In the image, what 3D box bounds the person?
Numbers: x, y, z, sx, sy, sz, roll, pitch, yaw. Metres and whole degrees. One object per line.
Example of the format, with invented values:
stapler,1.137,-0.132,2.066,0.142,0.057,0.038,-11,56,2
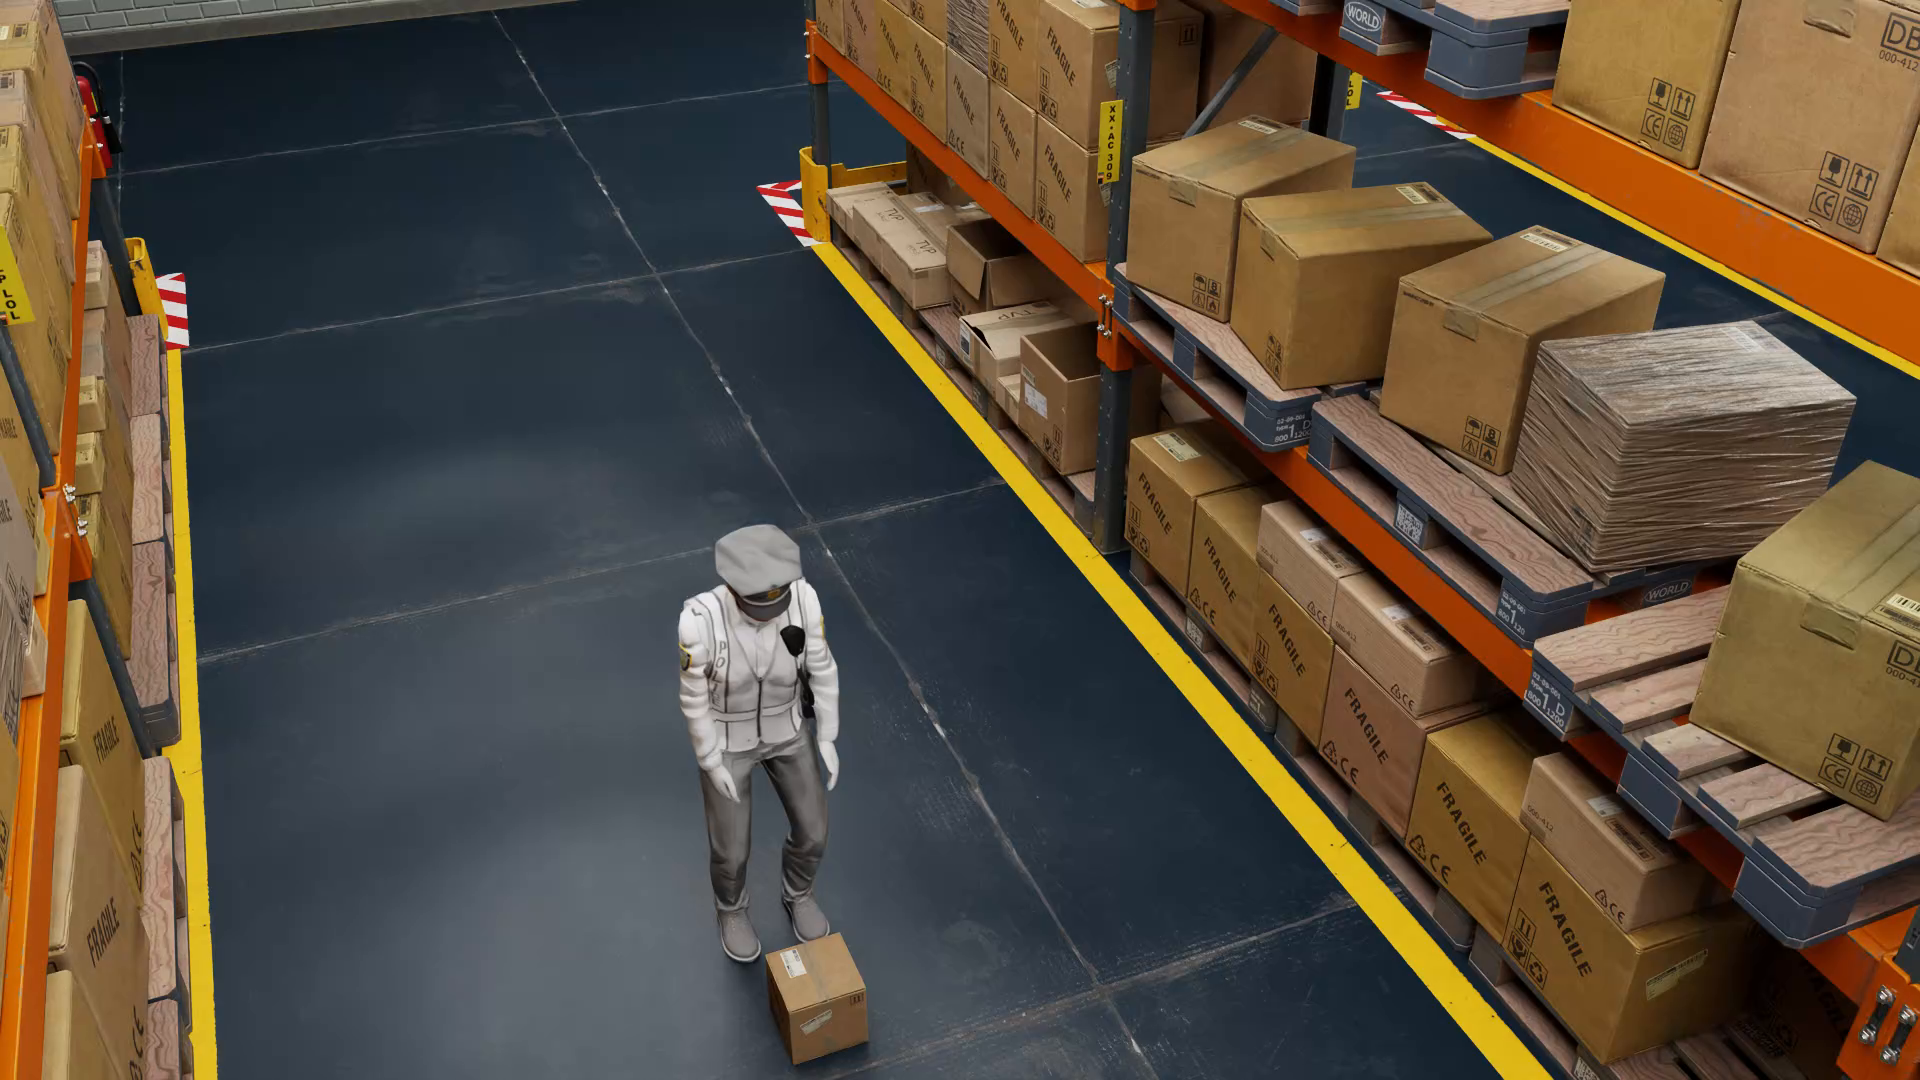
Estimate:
person,-0.586,0.769,5.255,0.535,1.376,0.708,-13,36,-19
